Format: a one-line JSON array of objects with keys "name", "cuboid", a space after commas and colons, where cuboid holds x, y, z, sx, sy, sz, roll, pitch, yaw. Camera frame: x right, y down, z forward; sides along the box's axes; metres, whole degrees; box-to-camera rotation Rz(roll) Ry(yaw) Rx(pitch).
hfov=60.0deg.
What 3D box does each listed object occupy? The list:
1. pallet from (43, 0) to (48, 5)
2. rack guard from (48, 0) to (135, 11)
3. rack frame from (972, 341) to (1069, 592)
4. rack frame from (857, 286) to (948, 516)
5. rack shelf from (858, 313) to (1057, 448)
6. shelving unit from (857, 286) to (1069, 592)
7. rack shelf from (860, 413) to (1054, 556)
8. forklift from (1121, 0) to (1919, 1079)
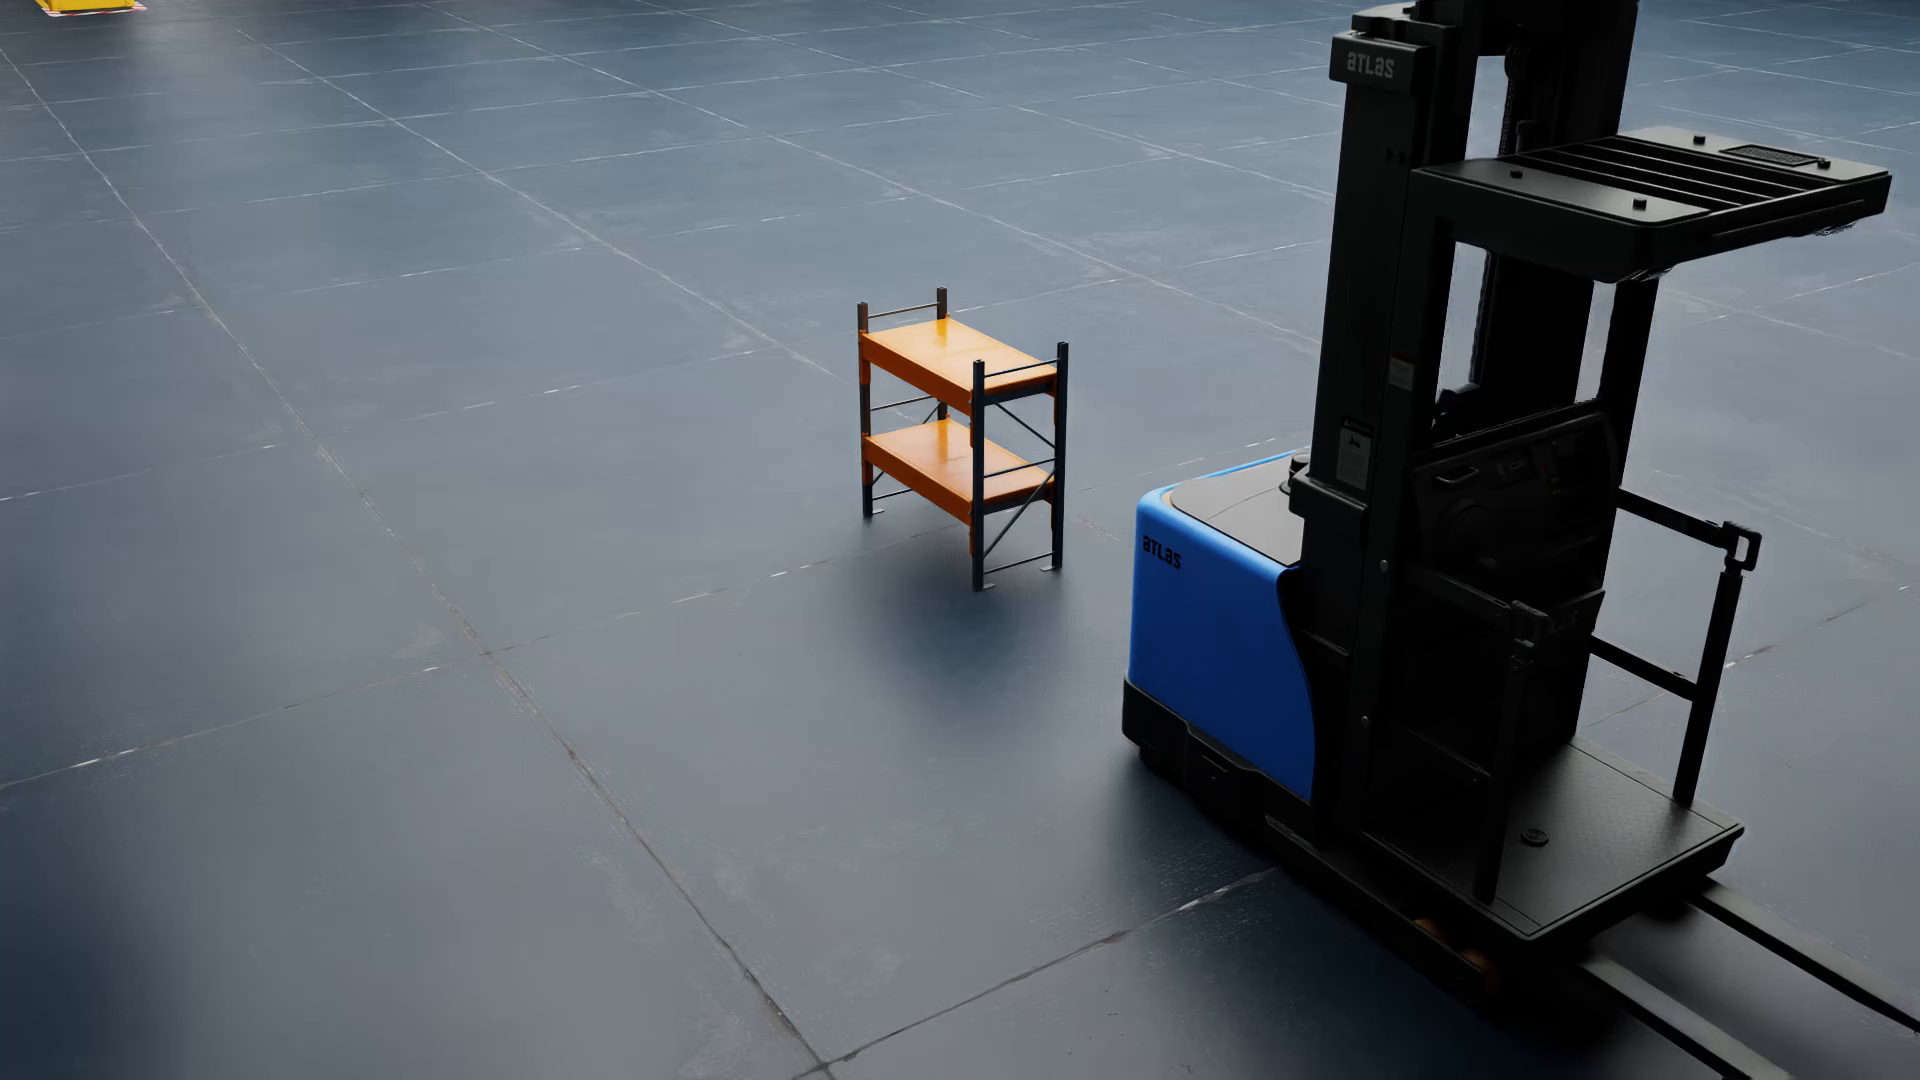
[{"name": "pallet", "cuboid": [-13.850, -8.585, 26.188, 1.003, 0.211, 1.213, -16, 29, -30]}, {"name": "rack guard", "cuboid": [-13.384, -8.443, 25.550, 1.175, 0.500, 0.348, -16, 29, -30]}, {"name": "rack frame", "cuboid": [0.274, -0.329, 7.630, 0.500, 1.125, 0.032, -16, 29, -30]}, {"name": "rack frame", "cuboid": [-0.281, -0.693, 8.400, 0.500, 1.125, 0.032, -16, 29, -30]}, {"name": "rack shelf", "cuboid": [-0.004, -0.776, 7.890, 0.538, 0.278, 1.000, -16, 29, -30]}, {"name": "shelving unit", "cuboid": [-0.004, -0.511, 8.015, 0.538, 1.125, 1.048, -16, 29, -30]}, {"name": "rack shelf", "cuboid": [-0.004, -0.290, 8.119, 0.538, 0.278, 1.000, -16, 29, -30]}, {"name": "forklift", "cuboid": [1.863, -0.113, 5.056, 1.130, 2.935, 3.031, -16, 30, -30]}]
